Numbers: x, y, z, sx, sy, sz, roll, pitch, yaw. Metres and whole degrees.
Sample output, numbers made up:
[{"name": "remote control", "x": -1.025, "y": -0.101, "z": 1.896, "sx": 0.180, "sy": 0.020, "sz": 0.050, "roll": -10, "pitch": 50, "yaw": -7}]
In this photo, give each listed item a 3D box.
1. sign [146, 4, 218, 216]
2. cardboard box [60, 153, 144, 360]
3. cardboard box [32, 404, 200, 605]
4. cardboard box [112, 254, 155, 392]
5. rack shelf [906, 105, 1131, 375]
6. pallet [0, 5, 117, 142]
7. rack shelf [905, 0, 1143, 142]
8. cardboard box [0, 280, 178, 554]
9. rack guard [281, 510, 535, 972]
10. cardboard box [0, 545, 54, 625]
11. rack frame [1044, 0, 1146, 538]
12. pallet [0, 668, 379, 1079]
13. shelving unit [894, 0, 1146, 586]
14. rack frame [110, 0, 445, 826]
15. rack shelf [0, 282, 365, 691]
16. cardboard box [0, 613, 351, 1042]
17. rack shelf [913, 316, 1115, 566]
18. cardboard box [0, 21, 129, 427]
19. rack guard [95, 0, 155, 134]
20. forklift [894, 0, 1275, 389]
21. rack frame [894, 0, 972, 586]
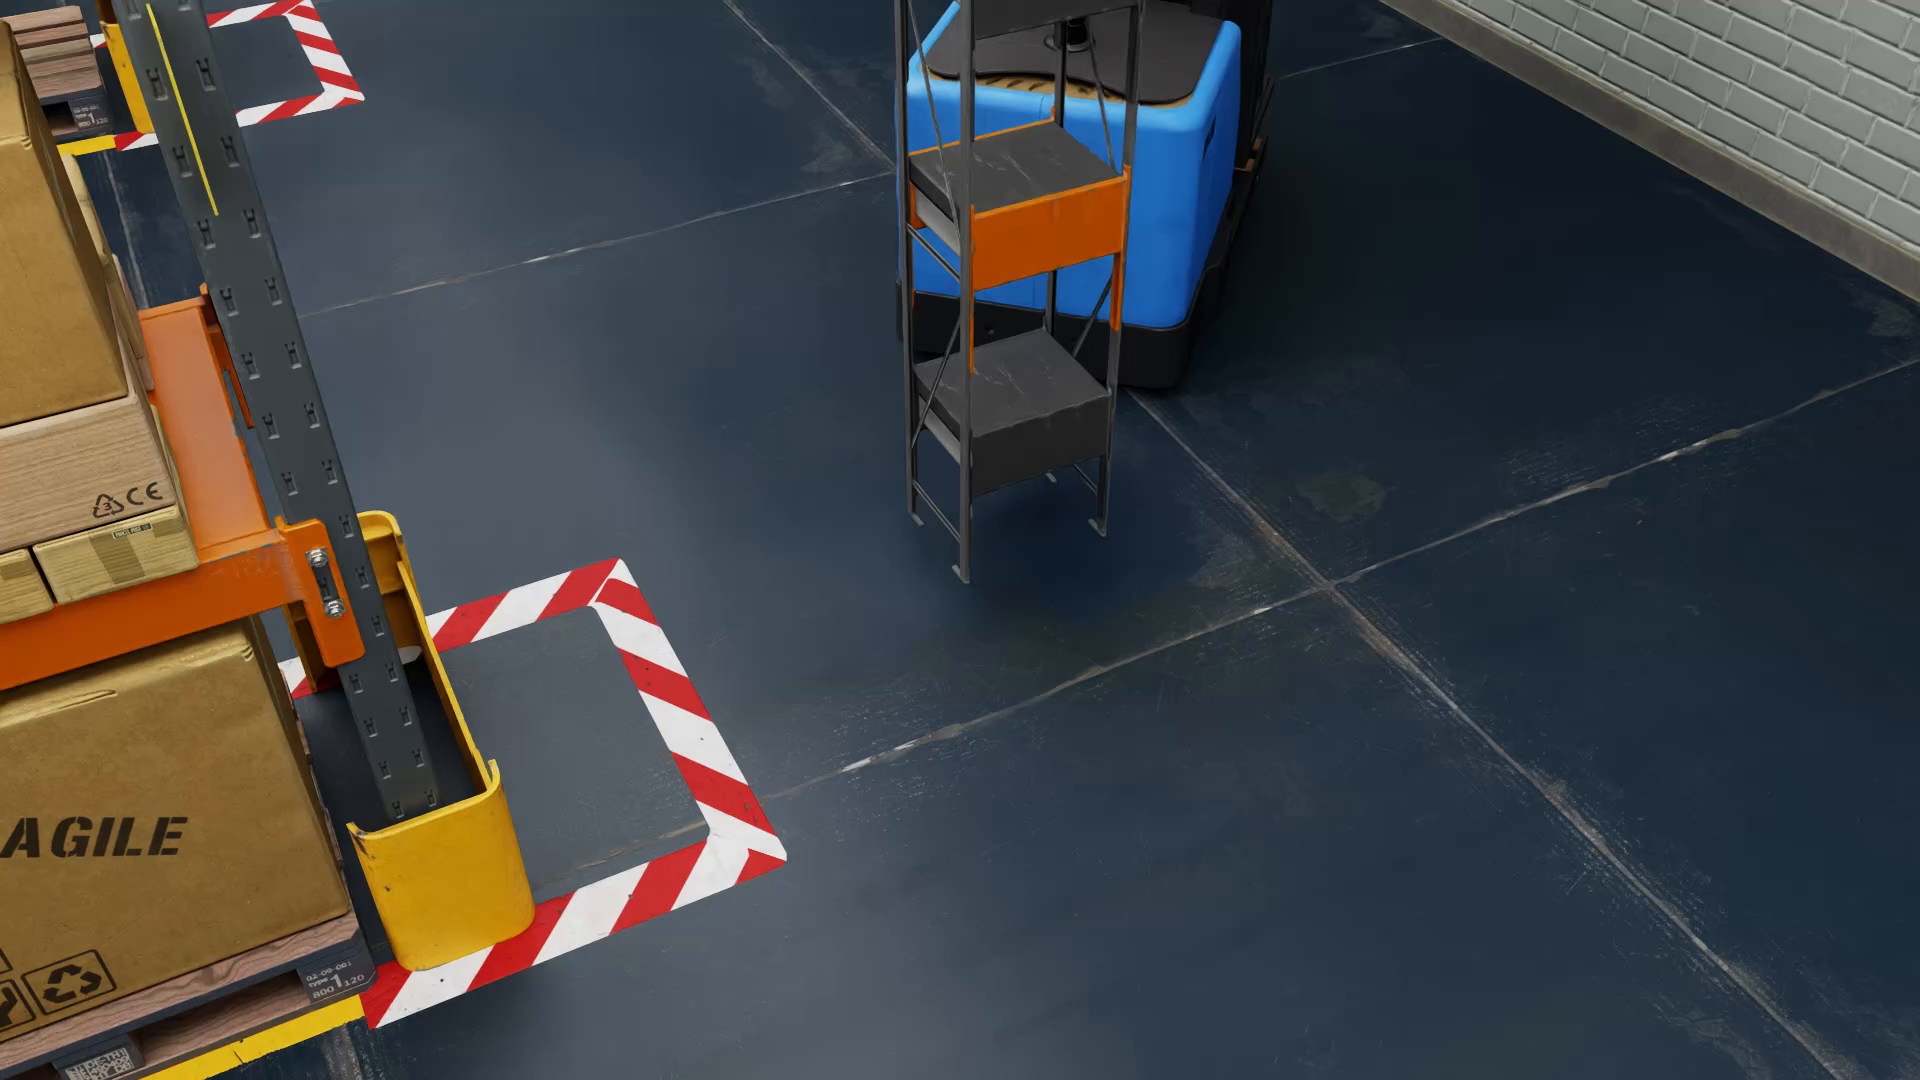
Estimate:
[{"name": "sign", "x": -1.241, "y": -0.683, "z": 2.656, "sx": 0.005, "sy": 0.325, "sz": 0.100, "roll": -19, "pitch": 44, "yaw": -21}, {"name": "cardboard box", "x": -2.030, "y": -0.534, "z": 3.445, "sx": 0.500, "sy": 0.250, "sz": 0.500, "roll": -20, "pitch": 44, "yaw": -22}, {"name": "cardboard box", "x": -1.643, "y": -0.075, "z": 3.211, "sx": 0.250, "sy": 0.149, "sz": 0.380, "roll": -18, "pitch": 43, "yaw": -20}, {"name": "cardboard box", "x": -1.947, "y": -0.453, "z": 3.658, "sx": 0.250, "sy": 0.149, "sz": 0.380, "roll": -18, "pitch": 43, "yaw": -20}, {"name": "rack shelf", "x": 0.147, "y": -0.840, "z": 4.639, "sx": 0.480, "sy": 0.518, "sz": 0.431, "roll": -19, "pitch": 44, "yaw": -21}, {"name": "pallet", "x": -4.517, "y": -2.016, "z": 7.468, "sx": 1.213, "sy": 0.211, "sz": 1.003, "roll": -19, "pitch": 44, "yaw": -21}, {"name": "rack shelf", "x": 0.147, "y": -1.375, "z": 4.187, "sx": 0.480, "sy": 0.518, "sz": 0.431, "roll": -19, "pitch": 44, "yaw": -21}, {"name": "cardboard box", "x": -1.786, "y": -0.225, "z": 3.081, "sx": 0.500, "sy": 0.250, "sz": 0.500, "roll": -19, "pitch": 44, "yaw": -21}, {"name": "rack guard", "x": -1.458, "y": 0.481, "z": 4.295, "sx": 0.348, "sy": 0.500, "sz": 1.175, "roll": -19, "pitch": 44, "yaw": -21}, {"name": "cardboard box", "x": -1.873, "y": 0.004, "z": 3.119, "sx": 0.250, "sy": 0.149, "sz": 0.380, "roll": -18, "pitch": 44, "yaw": -20}, {"name": "rack frame", "x": 0.363, "y": -0.924, "z": 4.716, "sx": 0.015, "sy": 2.100, "sz": 0.400, "roll": -19, "pitch": 44, "yaw": -21}, {"name": "pallet", "x": -2.152, "y": 0.882, "z": 4.045, "sx": 1.213, "sy": 0.211, "sz": 1.003, "roll": -19, "pitch": 44, "yaw": -21}, {"name": "shelving unit", "x": 0.147, "y": -0.851, "z": 4.630, "sx": 0.503, "sy": 2.100, "sz": 0.431, "roll": -19, "pitch": 44, "yaw": -21}, {"name": "rack frame", "x": -1.479, "y": -0.466, "z": 3.479, "sx": 0.127, "sy": 3.000, "sz": 1.000, "roll": -19, "pitch": 44, "yaw": -21}, {"name": "rack shelf", "x": -3.253, "y": 0.406, "z": 3.006, "sx": 4.000, "sy": 0.370, "sz": 1.077, "roll": -19, "pitch": 44, "yaw": -21}, {"name": "cardboard box", "x": -2.010, "y": 0.422, "z": 3.750, "sx": 0.875, "sy": 0.875, "sz": 0.875, "roll": -19, "pitch": 44, "yaw": -21}, {"name": "rack shelf", "x": 0.147, "y": -0.306, "z": 5.091, "sx": 0.480, "sy": 0.518, "sz": 0.431, "roll": -19, "pitch": 44, "yaw": -21}, {"name": "cardboard box", "x": -1.790, "y": -0.512, "z": 2.839, "sx": 0.500, "sy": 0.500, "sz": 0.500, "roll": -18, "pitch": 43, "yaw": -20}, {"name": "rack guard", "x": -3.752, "y": -2.365, "z": 7.656, "sx": 0.348, "sy": 0.500, "sz": 1.175, "roll": -19, "pitch": 44, "yaw": -21}, {"name": "forklift", "x": 0.676, "y": -2.605, "z": 6.058, "sx": 1.130, "sy": 2.935, "sz": 3.031, "roll": 11, "pitch": 41, "yaw": 12}, {"name": "rack frame", "x": -0.070, "y": -0.778, "z": 4.544, "sx": 0.015, "sy": 2.100, "sz": 0.400, "roll": -19, "pitch": 44, "yaw": -21}]
